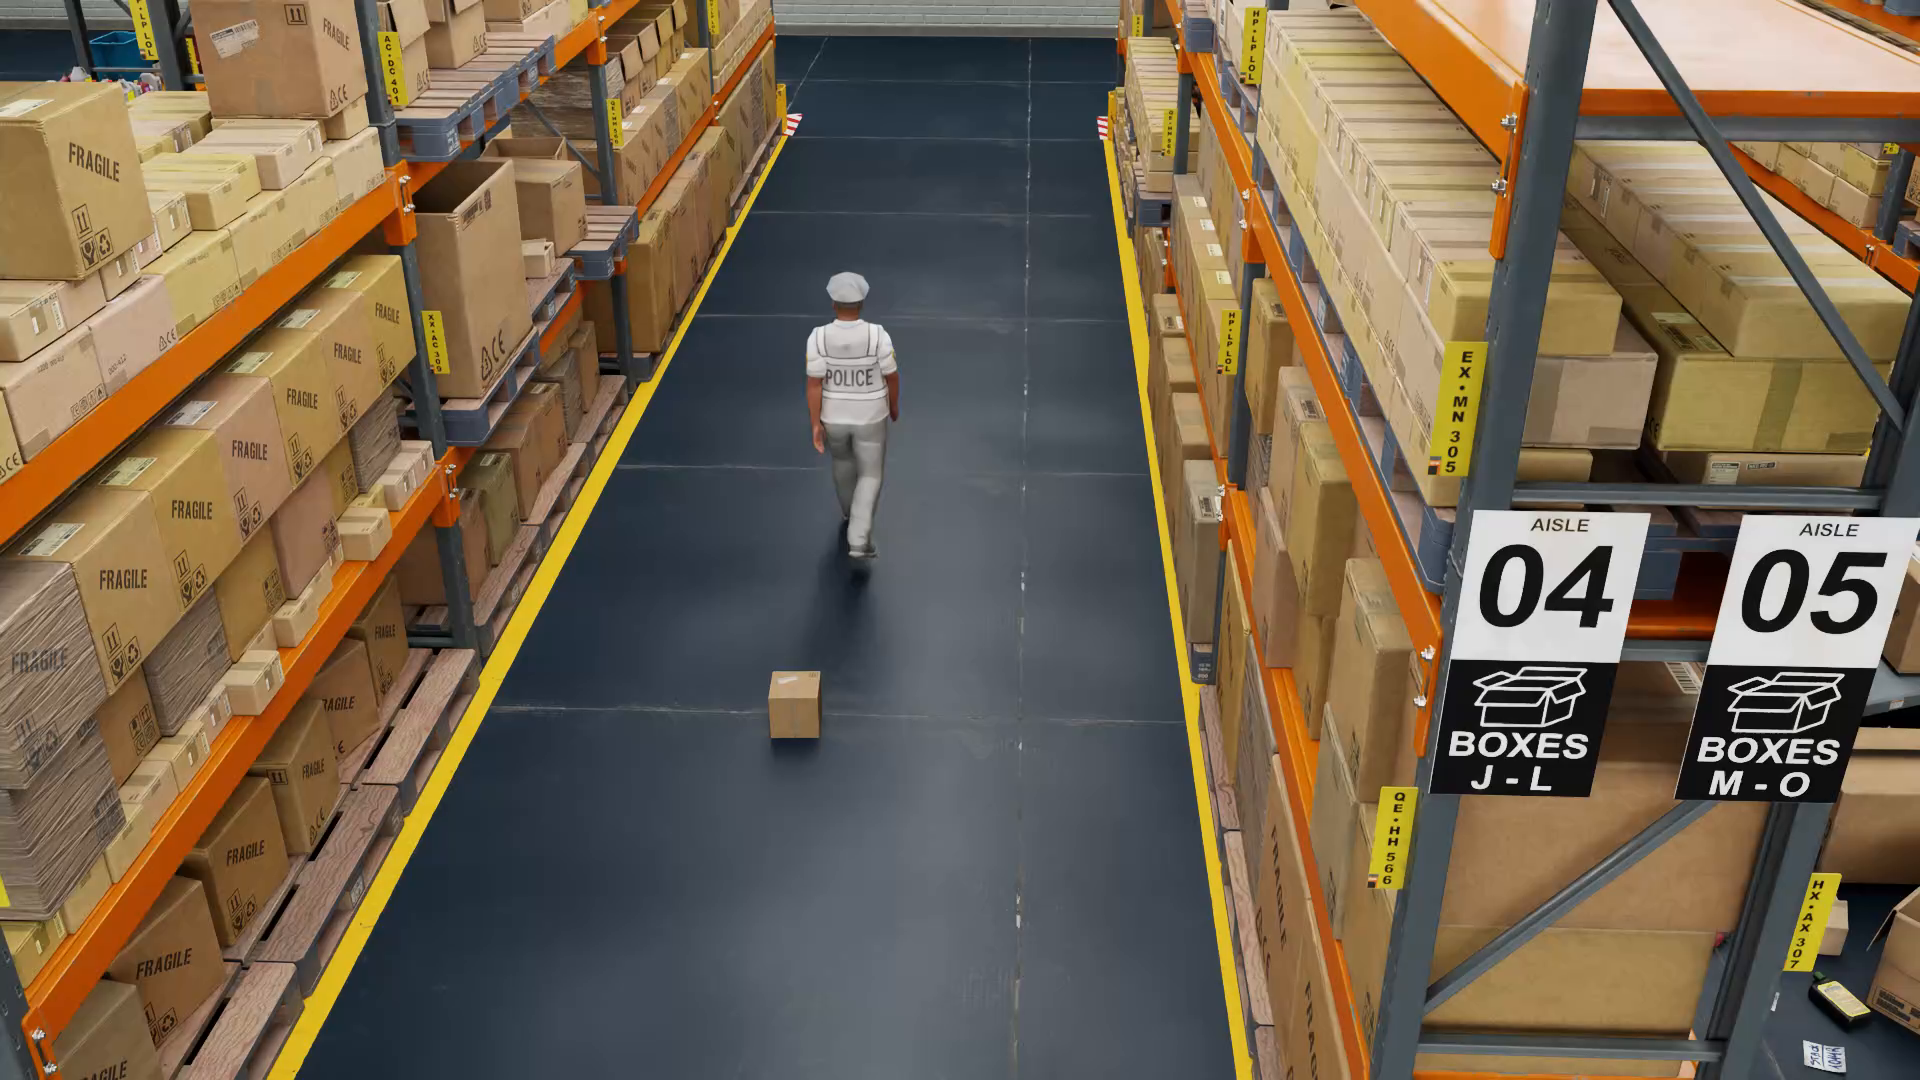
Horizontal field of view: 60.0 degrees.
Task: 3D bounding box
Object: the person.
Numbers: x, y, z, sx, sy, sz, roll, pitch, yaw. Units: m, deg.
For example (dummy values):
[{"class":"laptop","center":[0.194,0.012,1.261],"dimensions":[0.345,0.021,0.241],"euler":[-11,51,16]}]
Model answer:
[{"class":"person","center":[-0.635,-0.781,10.062],"dimensions":[0.532,1.725,1.050],"euler":[4,28,7]}]
